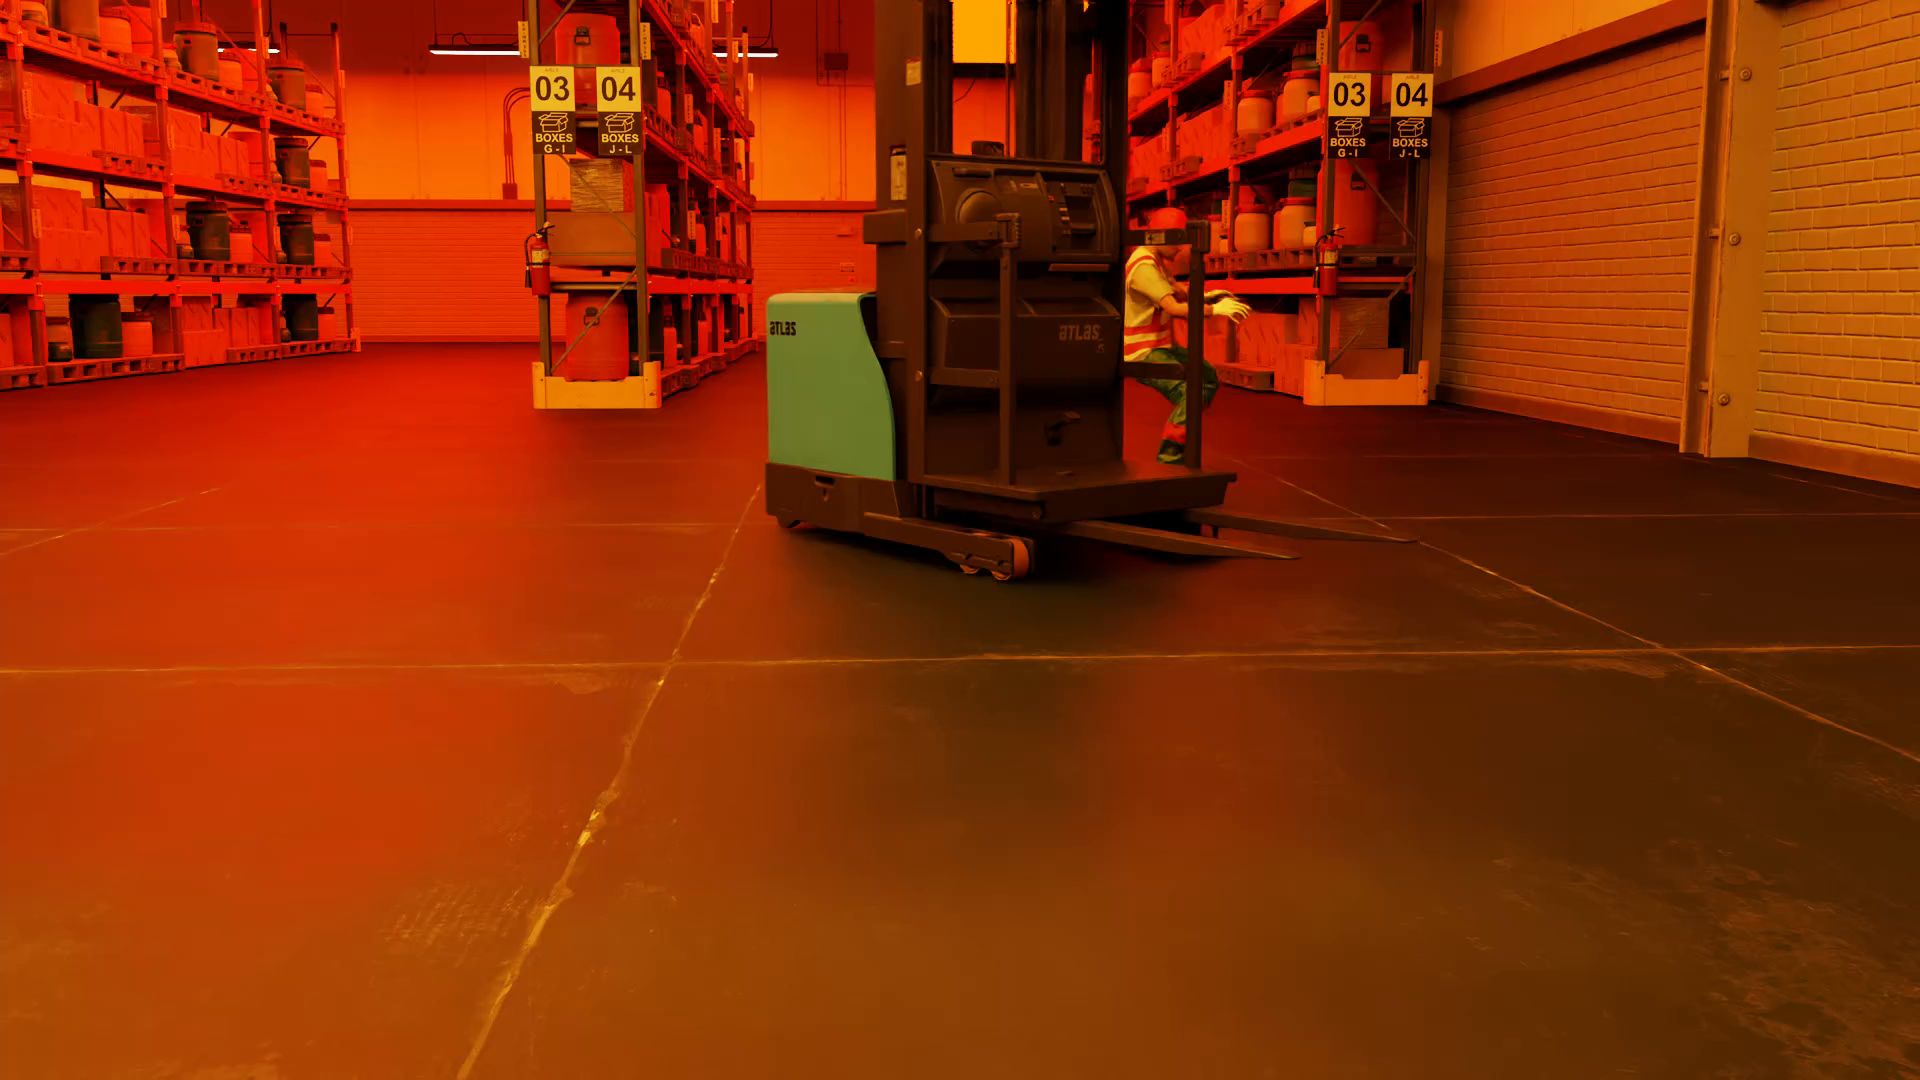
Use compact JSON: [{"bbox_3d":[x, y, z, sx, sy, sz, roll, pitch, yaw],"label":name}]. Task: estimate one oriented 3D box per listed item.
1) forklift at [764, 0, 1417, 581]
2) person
[{"bbox_3d":[0.406,-1.376,6.596,1.130,2.935,3.031,-7,11,-37],"label":"forklift"},{"bbox_3d":[1.294,-1.118,9.562,0.787,1.557,1.010,2,9,16],"label":"person"}]
